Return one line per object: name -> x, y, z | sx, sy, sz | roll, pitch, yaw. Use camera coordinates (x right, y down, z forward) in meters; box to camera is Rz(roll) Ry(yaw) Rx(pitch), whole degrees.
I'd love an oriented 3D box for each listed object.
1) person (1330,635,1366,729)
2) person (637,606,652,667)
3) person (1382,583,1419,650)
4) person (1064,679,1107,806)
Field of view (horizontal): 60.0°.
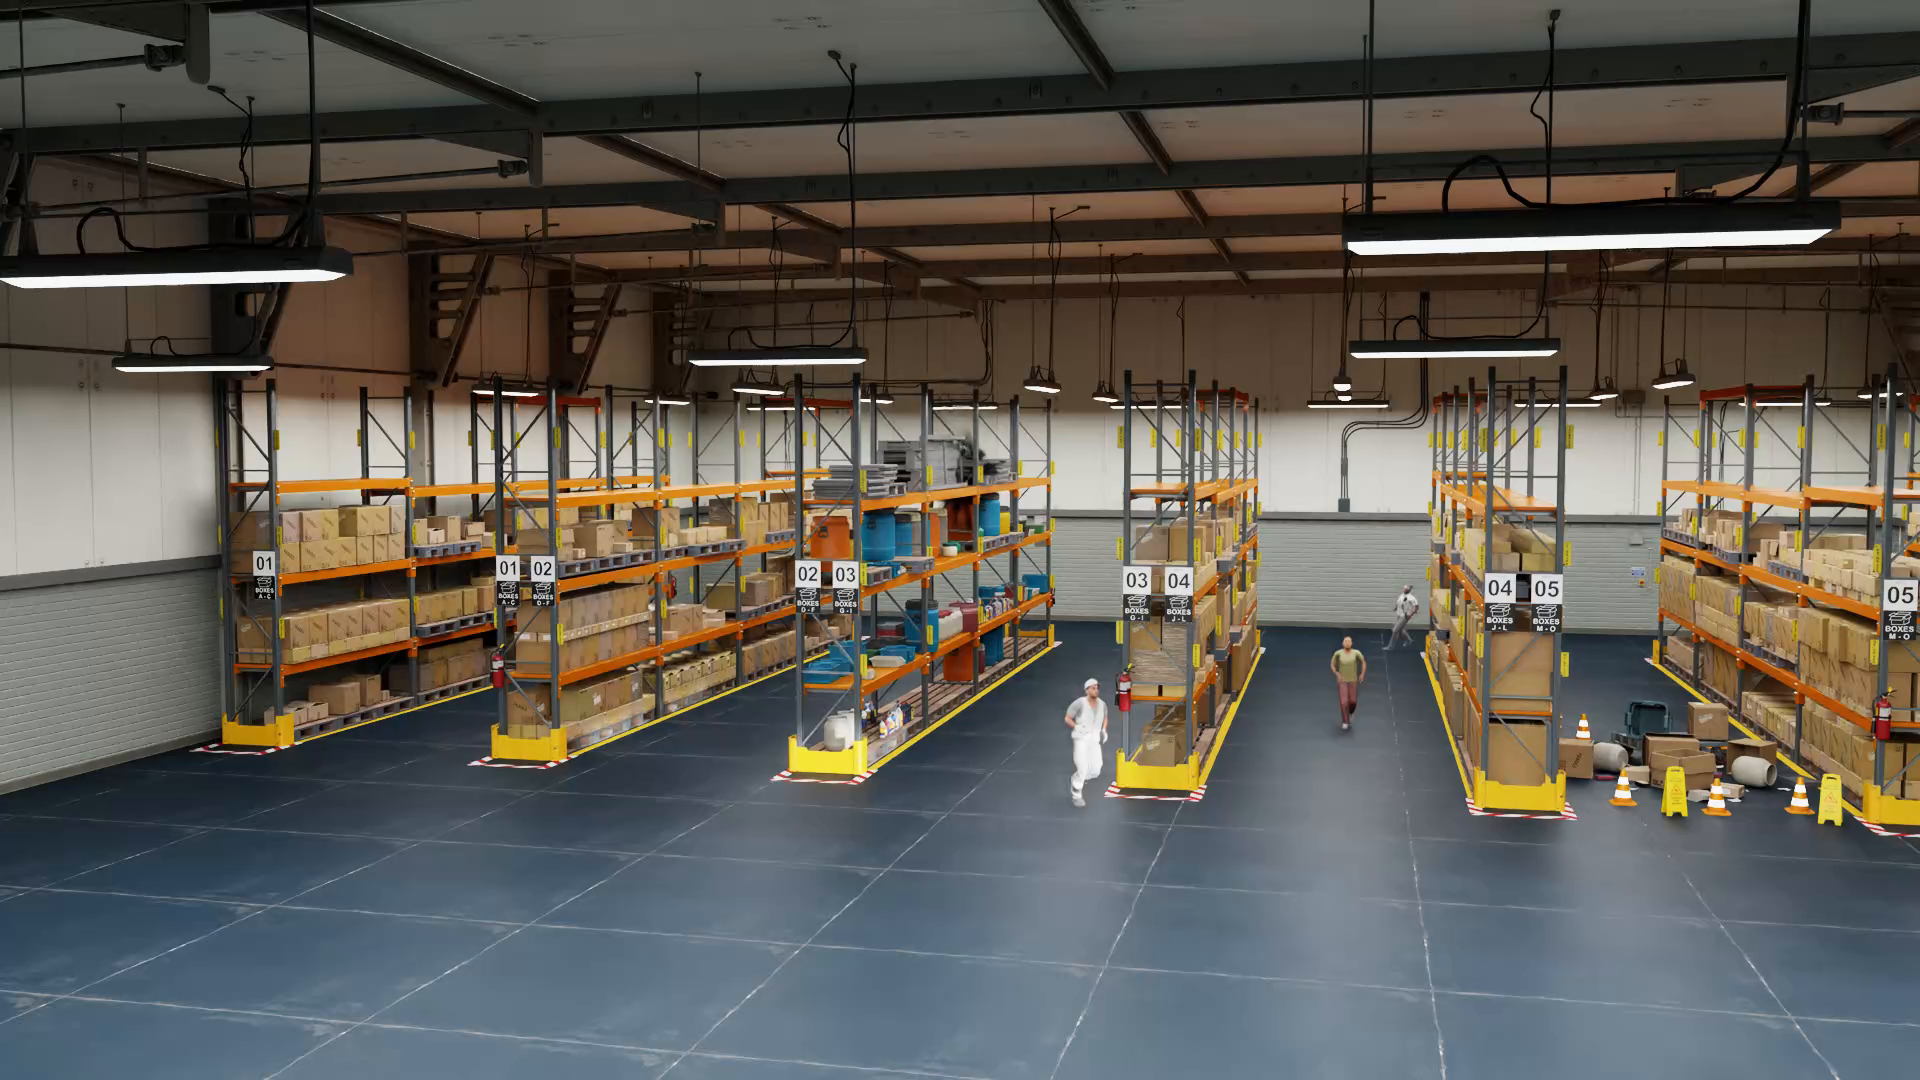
person -> 6.745, 2.458, 28.913 | 0.610, 1.630, 0.569 | 1, 3, 9
person -> -6.951, 2.017, 36.151 | 0.554, 1.705, 0.759 | 0, 3, 3
person -> 10.519, 1.816, 39.445 | 0.832, 1.630, 0.744 | -1, 4, -18
person -> 1.779, 2.770, 22.893 | 0.685, 1.727, 0.604 | -1, 4, -21
